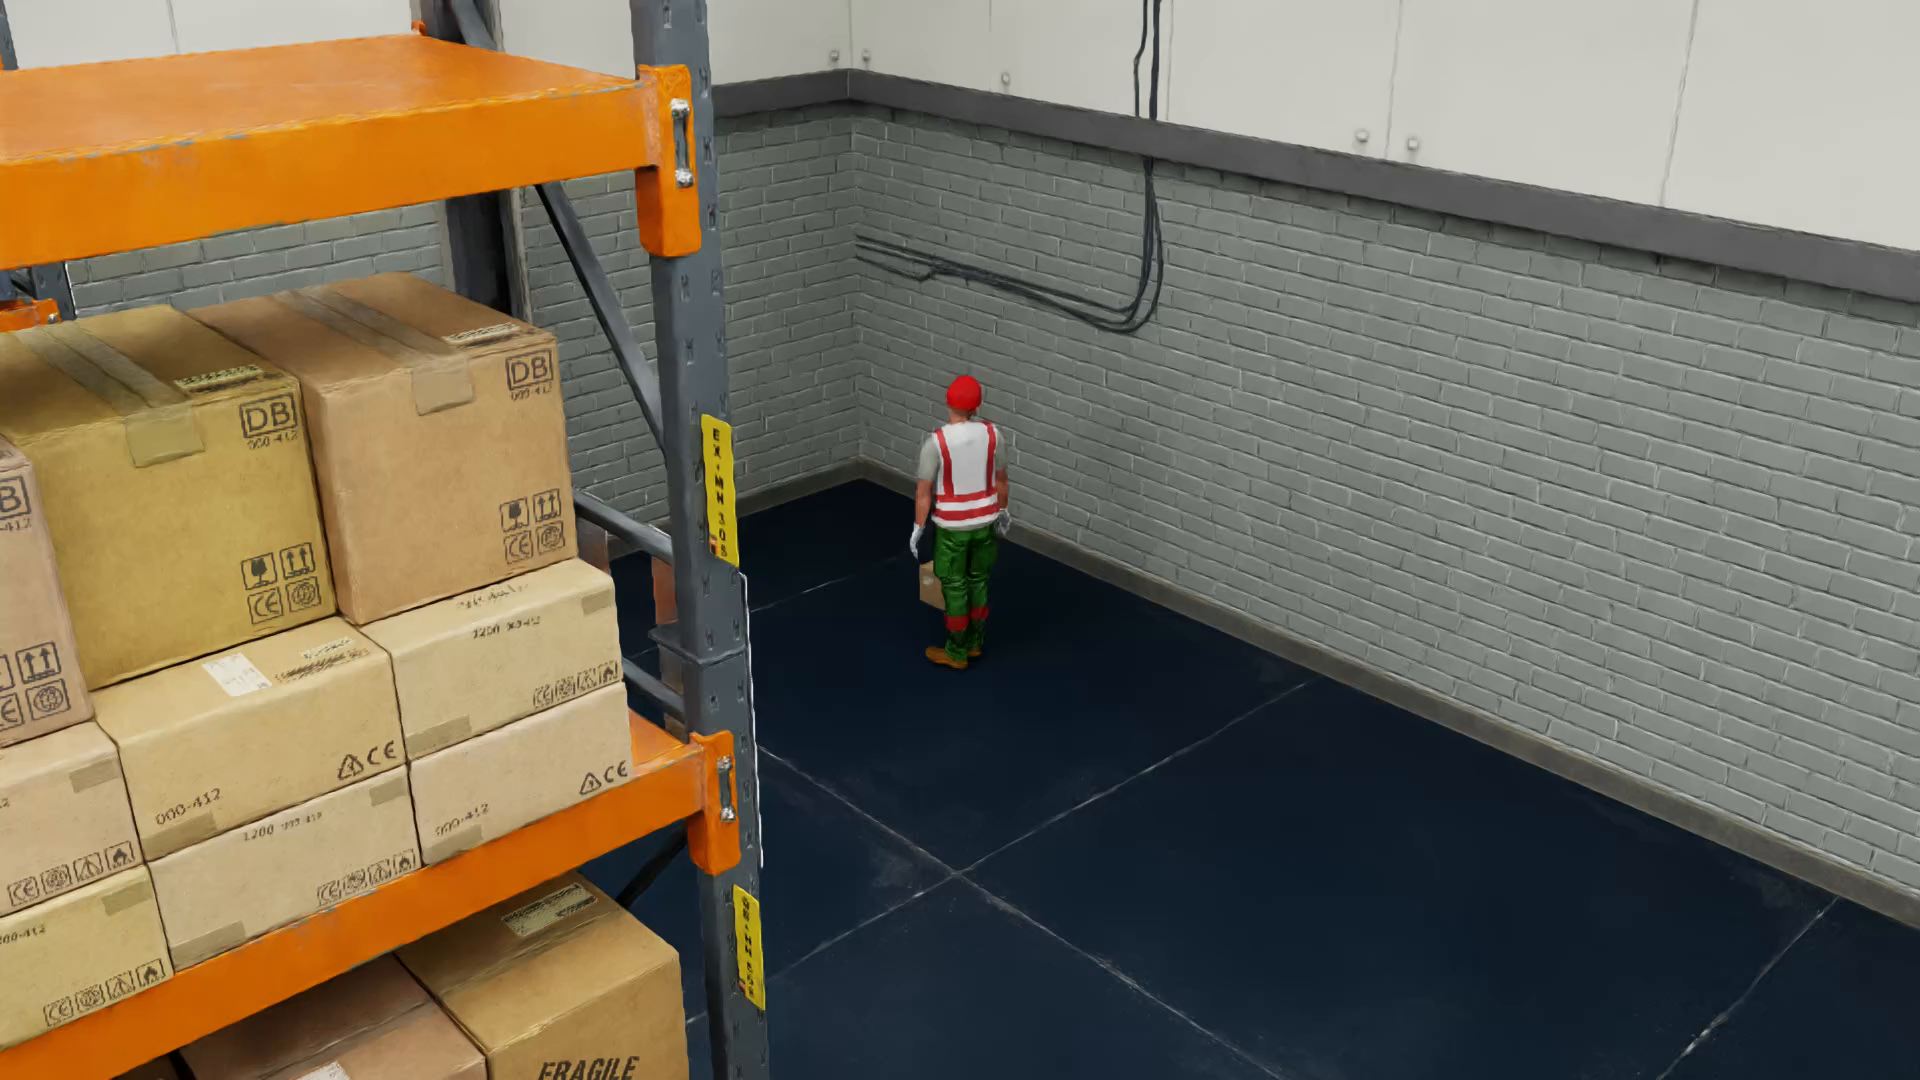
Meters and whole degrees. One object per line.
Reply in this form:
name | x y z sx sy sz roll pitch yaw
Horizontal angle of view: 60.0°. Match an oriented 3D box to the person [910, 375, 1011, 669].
person | -0.013 -0.123 9.783 0.648 1.791 0.428 -9 26 -19
